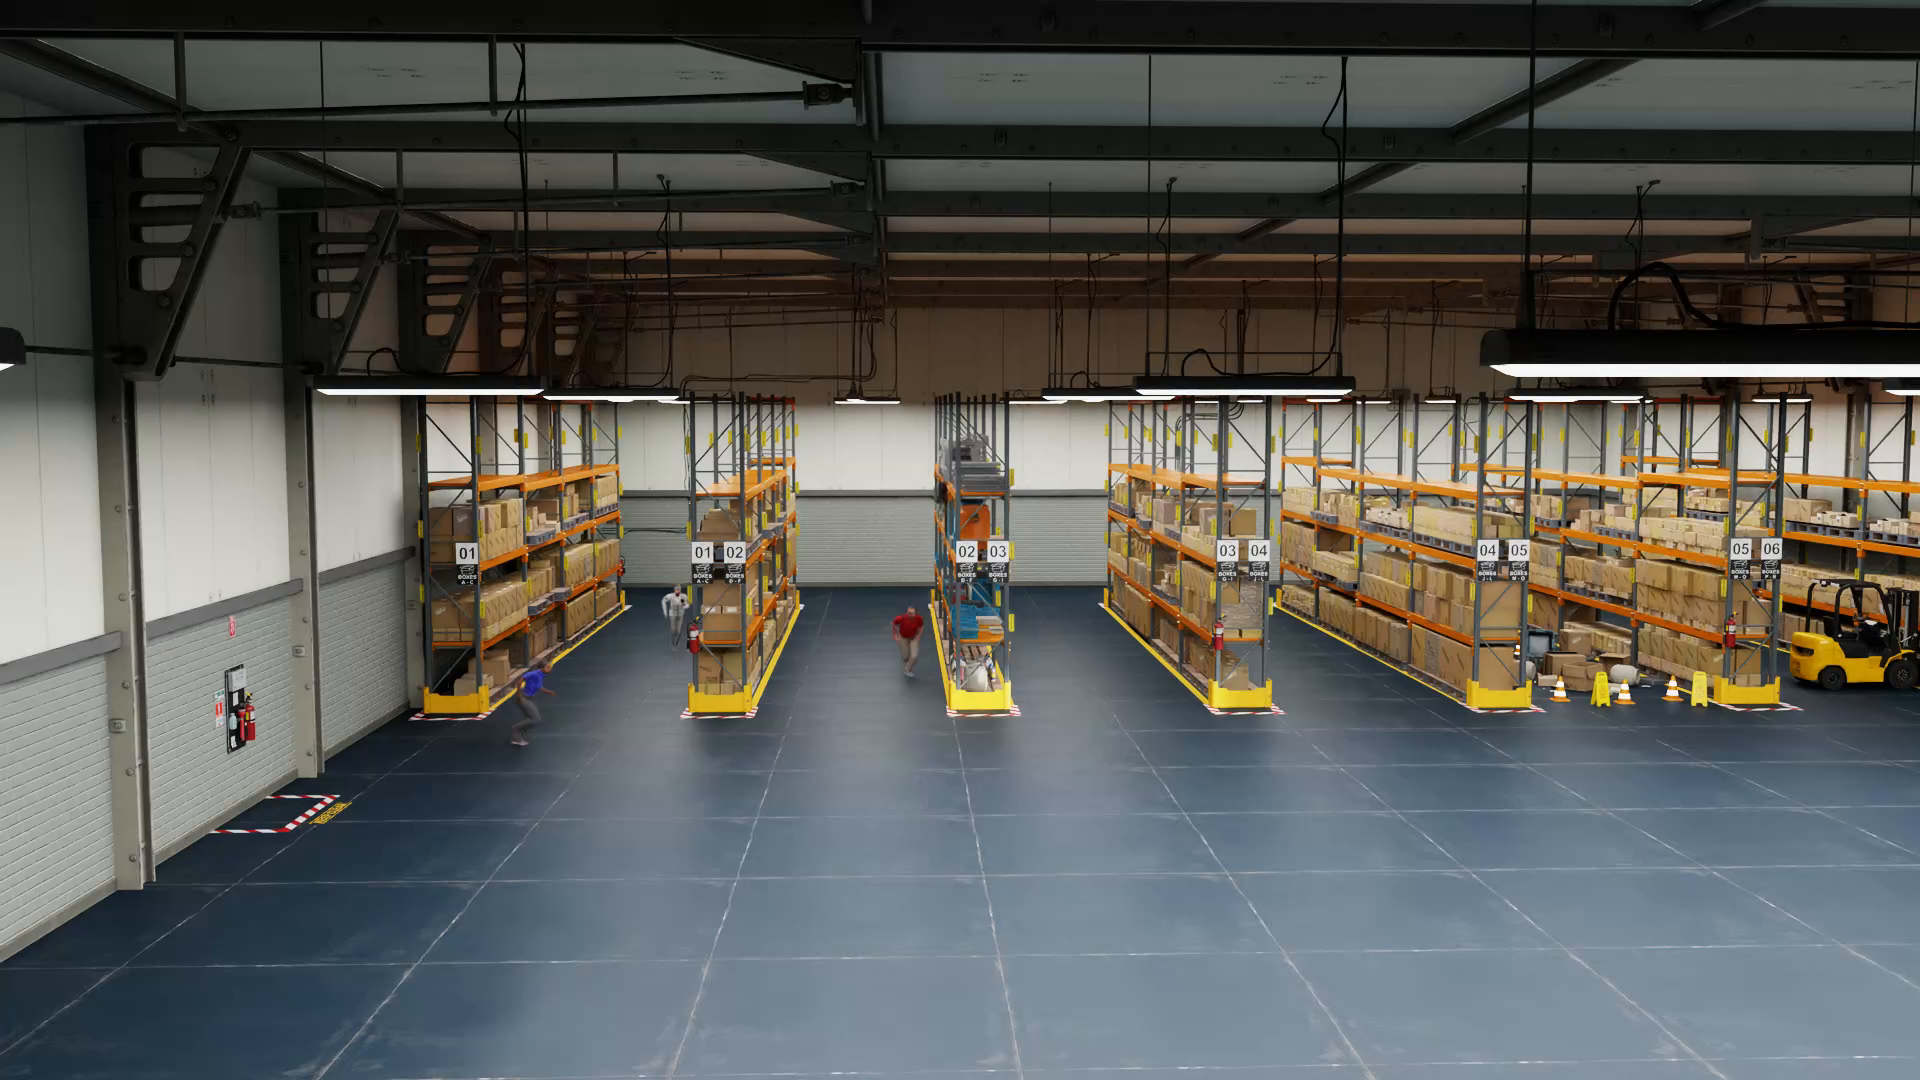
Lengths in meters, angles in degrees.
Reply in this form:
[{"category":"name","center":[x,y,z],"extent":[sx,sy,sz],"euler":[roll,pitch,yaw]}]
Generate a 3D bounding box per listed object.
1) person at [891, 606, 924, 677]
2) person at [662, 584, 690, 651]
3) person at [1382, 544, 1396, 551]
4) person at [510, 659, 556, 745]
[{"category":"person","center":[-1.127,2.142,35.326],"extent":[0.683,1.539,0.889],"euler":[-1,5,-13]},{"category":"person","center":[-6.647,1.807,38.922],"extent":[0.603,1.613,0.684],"euler":[-2,5,-19]},{"category":"person","center":[13.234,0.723,51.301],"extent":[0.773,1.841,0.642],"euler":[-2,5,-27]},{"category":"person","center":[-7.218,2.746,28.010],"extent":[0.793,1.484,0.606],"euler":[1,5,8]}]
